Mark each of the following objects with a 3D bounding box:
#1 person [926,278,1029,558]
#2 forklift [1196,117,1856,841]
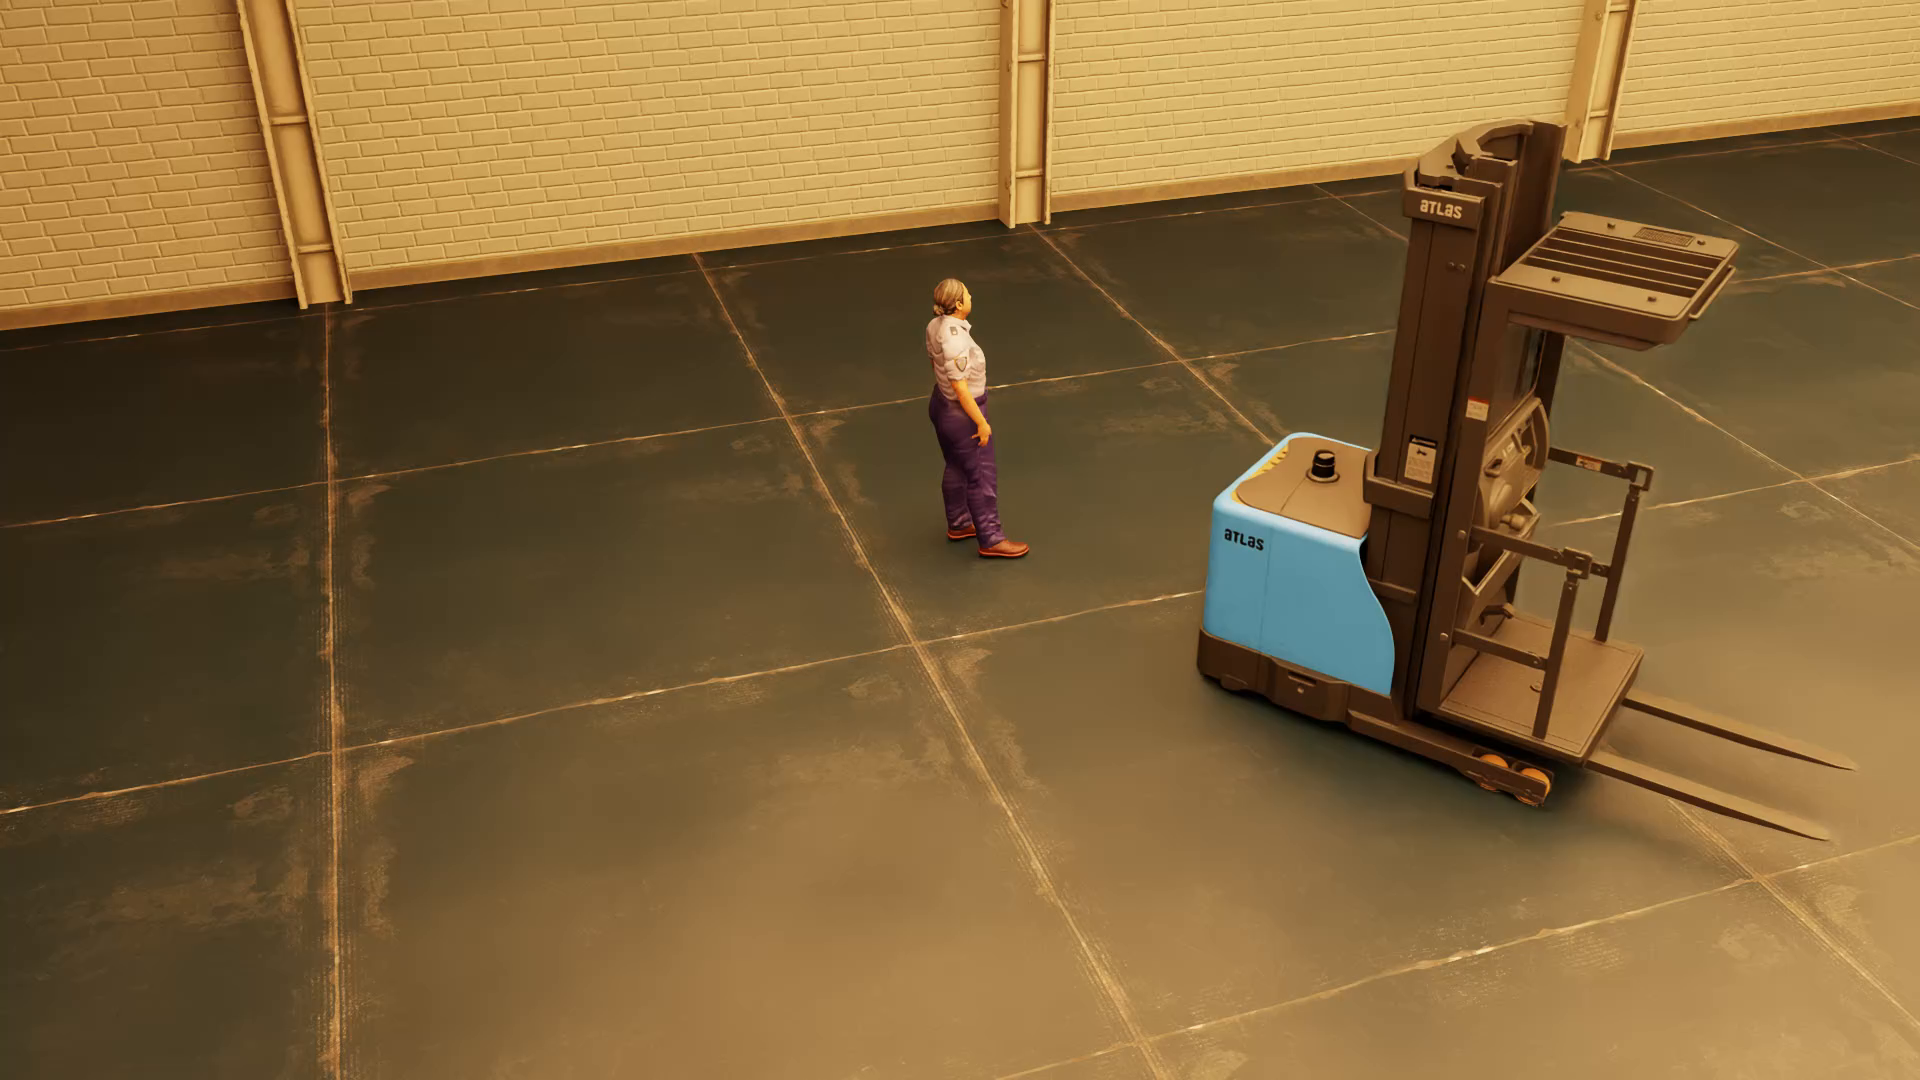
[{"bbox_3d":[0.092,-0.725,9.617,0.503,1.651,0.598,-10,31,-16],"label":"person"},{"bbox_3d":[2.747,-0.324,7.650,3.031,2.935,1.130,19,35,29],"label":"forklift"}]
